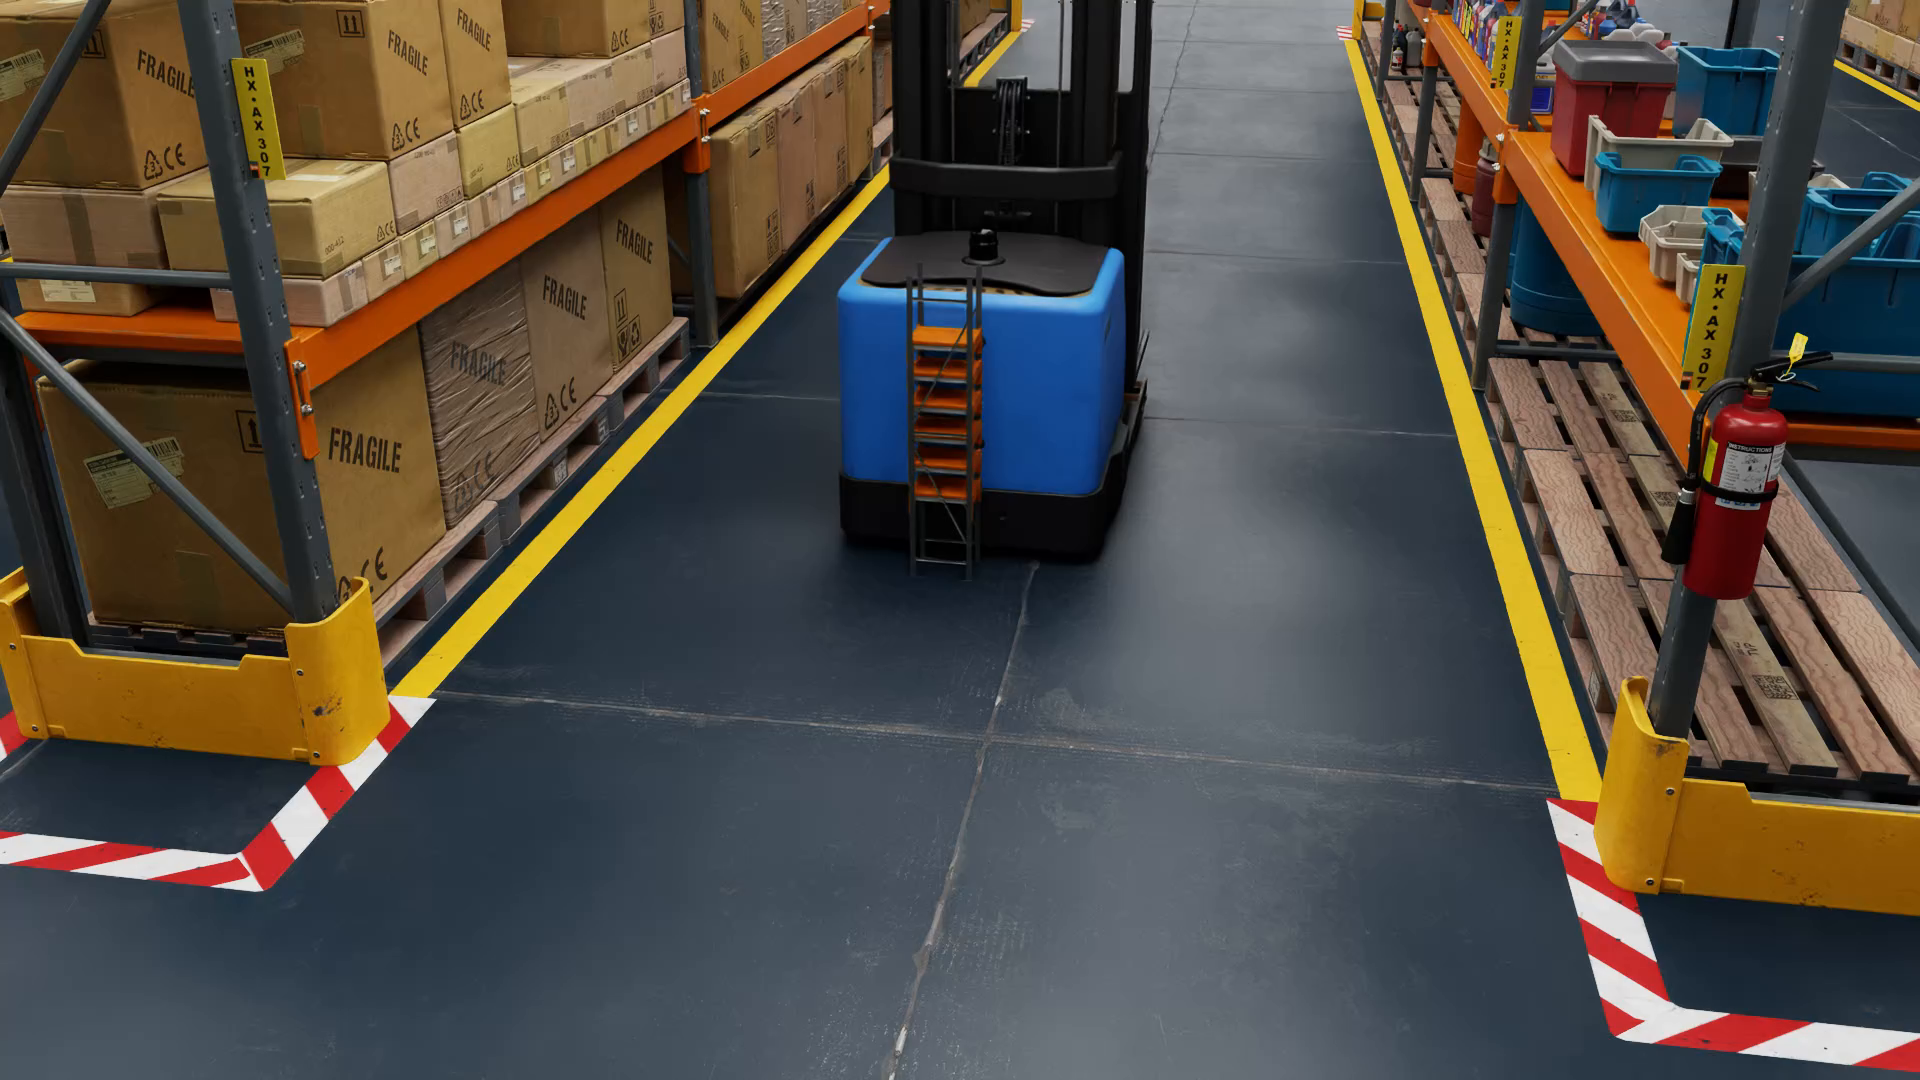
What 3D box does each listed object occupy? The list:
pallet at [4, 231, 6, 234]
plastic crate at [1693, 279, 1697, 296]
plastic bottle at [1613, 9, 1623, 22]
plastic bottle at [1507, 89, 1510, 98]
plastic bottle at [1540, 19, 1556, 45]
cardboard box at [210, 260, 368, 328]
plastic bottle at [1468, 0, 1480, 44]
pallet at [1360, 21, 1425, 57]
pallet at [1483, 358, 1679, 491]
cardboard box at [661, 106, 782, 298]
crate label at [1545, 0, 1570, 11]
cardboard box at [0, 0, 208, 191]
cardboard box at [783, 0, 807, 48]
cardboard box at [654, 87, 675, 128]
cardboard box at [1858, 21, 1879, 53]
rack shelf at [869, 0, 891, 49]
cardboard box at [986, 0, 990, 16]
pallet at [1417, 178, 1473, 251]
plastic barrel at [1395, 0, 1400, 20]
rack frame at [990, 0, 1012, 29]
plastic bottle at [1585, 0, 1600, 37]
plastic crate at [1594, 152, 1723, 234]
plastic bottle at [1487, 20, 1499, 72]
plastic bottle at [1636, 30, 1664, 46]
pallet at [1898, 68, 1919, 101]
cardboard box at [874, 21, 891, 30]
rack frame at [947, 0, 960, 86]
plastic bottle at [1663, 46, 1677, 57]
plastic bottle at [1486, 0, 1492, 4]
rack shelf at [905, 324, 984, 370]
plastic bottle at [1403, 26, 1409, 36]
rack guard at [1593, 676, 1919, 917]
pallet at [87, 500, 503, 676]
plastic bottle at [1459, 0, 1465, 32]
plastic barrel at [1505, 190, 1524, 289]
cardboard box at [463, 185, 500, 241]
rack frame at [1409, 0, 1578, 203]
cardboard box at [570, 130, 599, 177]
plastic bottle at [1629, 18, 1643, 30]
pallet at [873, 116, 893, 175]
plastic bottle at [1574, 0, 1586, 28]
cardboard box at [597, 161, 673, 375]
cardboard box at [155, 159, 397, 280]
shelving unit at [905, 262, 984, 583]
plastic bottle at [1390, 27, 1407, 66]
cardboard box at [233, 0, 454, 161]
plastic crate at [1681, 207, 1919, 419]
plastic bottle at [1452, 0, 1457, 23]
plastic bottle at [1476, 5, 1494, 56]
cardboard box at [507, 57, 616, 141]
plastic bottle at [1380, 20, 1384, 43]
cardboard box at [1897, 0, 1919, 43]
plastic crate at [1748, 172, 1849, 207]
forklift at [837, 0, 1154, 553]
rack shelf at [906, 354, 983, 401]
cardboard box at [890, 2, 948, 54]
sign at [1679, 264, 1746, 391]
[{"bbox_3d":[-6.367,-2.397,11.622,1.003,0.211,1.213,4,25,9],"label":"pallet"},{"bbox_3d":[2.374,-0.682,4.909,0.396,0.136,0.243,4,25,9],"label":"plastic crate"},{"bbox_3d":[3.783,-2.908,9.562,0.061,0.283,0.133,4,25,9],"label":"plastic bottle"},{"bbox_3d":[2.878,-2.377,8.437,0.152,0.276,0.135,4,25,9],"label":"plastic bottle"},{"bbox_3d":[3.073,-2.546,8.708,0.144,0.351,0.185,4,25,9],"label":"plastic bottle"},{"bbox_3d":[-2.084,-0.776,5.165,0.380,0.149,0.250,4,25,9],"label":"cardboard box"},{"bbox_3d":[3.156,-3.157,10.109,0.097,0.271,0.097,0,25,0],"label":"plastic bottle"},{"bbox_3d":[4.930,-5.475,18.198,1.003,0.211,1.213,4,25,9],"label":"pallet"},{"bbox_3d":[2.991,-0.520,7.613,1.003,0.211,1.213,4,25,9],"label":"pallet"},{"bbox_3d":[-1.729,-1.934,9.354,1.225,0.875,0.875,4,25,9],"label":"cardboard box"},{"bbox_3d":[4.165,-3.841,11.615,0.303,0.233,0.416,4,25,9],"label":"crate label"},{"bbox_3d":[-2.647,-1.392,5.127,0.500,0.500,0.500,4,25,9],"label":"cardboard box"},{"bbox_3d":[-1.249,-3.293,10.129,0.500,0.500,0.500,5,25,10],"label":"cardboard box"},{"bbox_3d":[-1.582,-2.065,7.919,0.380,0.149,0.250,5,25,10],"label":"cardboard box"},{"bbox_3d":[9.453,-5.085,16.824,0.500,0.250,0.500,4,25,9],"label":"cardboard box"},{"bbox_3d":[-0.833,-4.620,13.931,1.077,0.370,4.000,4,25,9],"label":"rack shelf"},{"bbox_3d":[0.029,-6.254,19.025,0.500,0.500,0.500,9,27,18],"label":"cardboard box"},{"bbox_3d":[3.639,-2.171,11.139,1.003,0.211,1.213,4,25,9],"label":"pallet"},{"bbox_3d":[5.002,-5.895,18.246,0.421,0.512,0.421,0,25,0],"label":"plastic barrel"},{"bbox_3d":[0.148,-7.456,19.140,1.000,3.000,0.127,4,25,9],"label":"rack frame"},{"bbox_3d":[3.975,-3.285,10.381,0.097,0.271,0.097,0,25,0],"label":"plastic bottle"},{"bbox_3d":[2.502,-1.249,6.006,0.416,0.233,0.300,4,25,9],"label":"plastic crate"},{"bbox_3d":[3.020,-2.742,9.215,0.152,0.276,0.135,4,25,9],"label":"plastic bottle"},{"bbox_3d":[3.676,-2.592,8.895,0.152,0.276,0.135,4,25,9],"label":"plastic bottle"},{"bbox_3d":[9.438,-4.162,15.391,1.003,0.211,1.213,4,25,9],"label":"pallet"},{"bbox_3d":[-0.724,-4.396,15.033,0.700,0.500,0.500,4,25,8],"label":"cardboard box"},{"bbox_3d":[-0.506,-5.783,15.566,1.000,3.000,0.127,4,25,9],"label":"rack frame"},{"bbox_3d":[3.584,-2.358,8.395,0.152,0.276,0.135,4,25,9],"label":"plastic bottle"},{"bbox_3d":[3.275,-3.305,10.425,0.097,0.271,0.097,0,25,0],"label":"plastic bottle"},{"bbox_3d":[-0.056,-0.711,6.110,0.258,0.103,0.180,5,25,10],"label":"rack shelf"},{"bbox_3d":[4.391,-4.917,16.401,0.061,0.283,0.133,4,25,9],"label":"plastic bottle"},{"bbox_3d":[2.428,0.722,4.617,1.175,0.500,0.348,4,25,9],"label":"rack guard"},{"bbox_3d":[-2.414,0.159,6.161,1.003,0.211,1.213,4,25,9],"label":"pallet"},{"bbox_3d":[3.261,-3.358,10.533,0.152,0.276,0.135,4,25,9],"label":"plastic bottle"},{"bbox_3d":[3.294,-1.856,9.156,0.600,0.901,0.708,4,25,9],"label":"plastic barrel"},{"bbox_3d":[-1.918,-1.205,6.083,0.380,0.149,0.250,4,25,7],"label":"cardboard box"},{"bbox_3d":[3.727,-3.766,11.258,1.000,3.000,0.127,4,25,9],"label":"rack frame"},{"bbox_3d":[-1.750,-1.635,7.002,0.380,0.149,0.250,4,25,8],"label":"cardboard box"},{"bbox_3d":[3.775,-2.774,9.290,0.097,0.271,0.097,0,25,0],"label":"plastic bottle"},{"bbox_3d":[-1.031,-3.173,13.281,1.003,0.211,1.213,4,25,9],"label":"pallet"},{"bbox_3d":[4.044,-3.431,10.776,0.097,0.201,0.097,0,25,0],"label":"plastic bottle"},{"bbox_3d":[-2.000,-1.394,8.201,0.875,0.875,0.875,4,25,9],"label":"cardboard box"},{"bbox_3d":[-2.122,-1.013,5.201,0.500,0.250,0.500,3,25,7],"label":"cardboard box"},{"bbox_3d":[-0.056,-0.426,6.244,0.258,1.200,0.189,5,25,10],"label":"shelving unit"},{"bbox_3d":[4.201,-4.728,15.919,0.144,0.351,0.185,3,25,7],"label":"plastic bottle"},{"bbox_3d":[-2.041,-1.561,5.489,0.500,0.500,0.500,3,25,7],"label":"cardboard box"},{"bbox_3d":[2.290,-0.617,4.417,0.616,0.435,0.499,4,25,9],"label":"plastic crate"},{"bbox_3d":[3.337,-3.552,10.946,0.152,0.276,0.135,4,25,9],"label":"plastic bottle"},{"bbox_3d":[3.110,-2.972,9.707,0.152,0.276,0.135,4,25,9],"label":"plastic bottle"},{"bbox_3d":[-1.792,-1.871,7.034,0.500,0.250,0.500,5,25,10],"label":"cardboard box"},{"bbox_3d":[4.375,-5.251,17.116,0.061,0.283,0.133,4,25,9],"label":"plastic bottle"},{"bbox_3d":[9.298,-5.006,15.770,0.500,0.500,0.500,4,25,9],"label":"cardboard box"},{"bbox_3d":[3.085,-1.252,6.127,0.293,0.136,0.466,4,25,9],"label":"plastic crate"},{"bbox_3d":[0.300,-1.877,7.302,1.130,2.935,3.031,5,25,10],"label":"forklift"},{"bbox_3d":[-0.056,-0.603,6.161,0.258,0.103,0.180,5,25,10],"label":"rack shelf"},{"bbox_3d":[-0.401,-5.005,16.358,0.500,0.500,0.500,3,25,7],"label":"cardboard box"},{"bbox_3d":[1.874,-0.526,4.143,0.100,0.325,0.005,4,25,9],"label":"sign"}]
